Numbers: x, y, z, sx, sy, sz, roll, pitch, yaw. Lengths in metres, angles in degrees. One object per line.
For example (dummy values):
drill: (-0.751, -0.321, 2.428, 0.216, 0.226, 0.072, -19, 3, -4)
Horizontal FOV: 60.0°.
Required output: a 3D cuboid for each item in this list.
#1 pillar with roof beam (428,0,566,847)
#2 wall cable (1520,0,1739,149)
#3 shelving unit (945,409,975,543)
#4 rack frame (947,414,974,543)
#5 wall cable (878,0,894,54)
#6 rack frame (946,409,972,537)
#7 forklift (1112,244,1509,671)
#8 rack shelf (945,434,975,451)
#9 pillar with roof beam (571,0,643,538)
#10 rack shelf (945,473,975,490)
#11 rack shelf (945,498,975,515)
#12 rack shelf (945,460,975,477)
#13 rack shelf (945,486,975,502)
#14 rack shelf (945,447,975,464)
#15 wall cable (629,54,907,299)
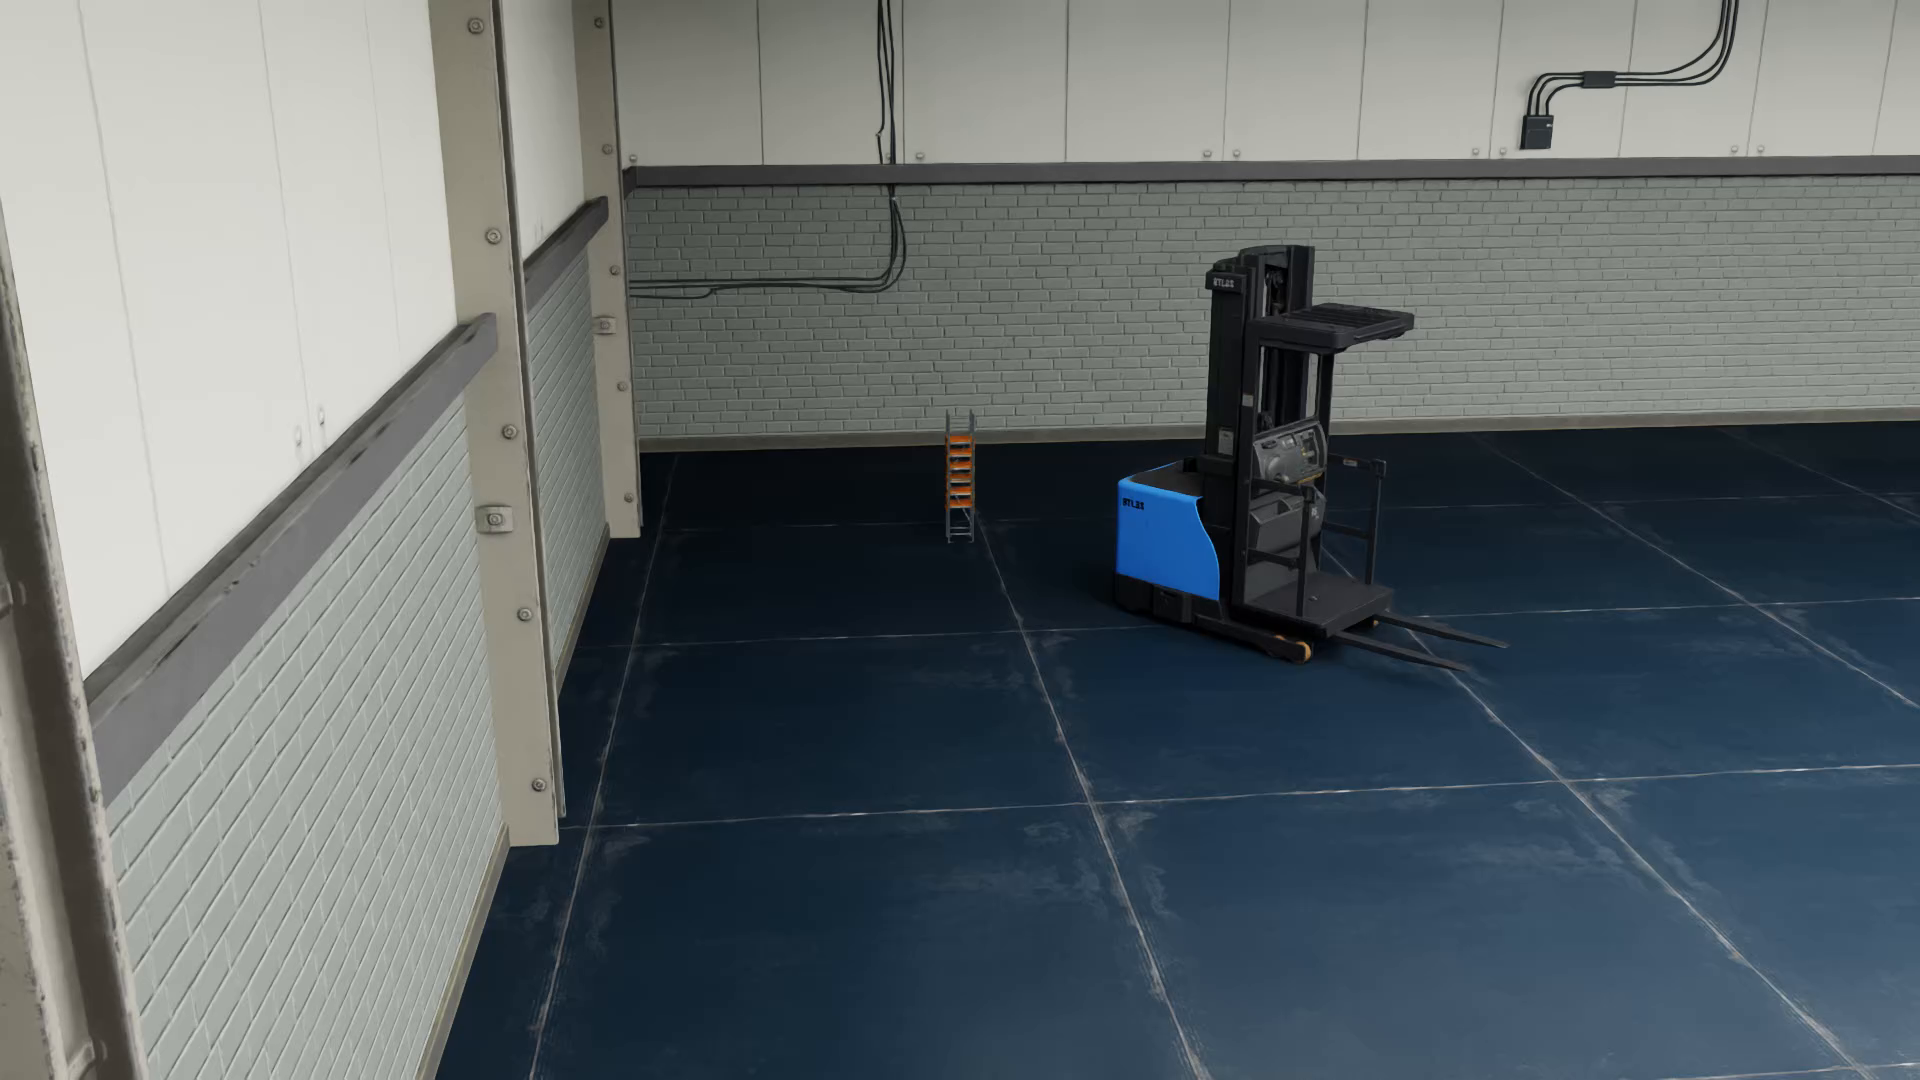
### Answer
pillar with roof beam: (1.777, -2.718, 8.885, 9.100, 9.000, 0.400, -2, 18, -6)
wall cable: (7.332, -7.203, 17.491, 2.305, 6.003, 0.169, -2, 18, -6)
shelving unit: (-0.001, -0.577, 15.084, 0.258, 1.200, 0.189, -2, 18, -6)
rack frame: (0.008, -0.549, 14.997, 0.240, 1.200, 0.006, -2, 18, -6)
wall cable: (0.579, -6.303, 17.056, 3.097, 2.526, 0.112, -2, 18, -6)
rack frame: (-0.011, -0.604, 15.171, 0.240, 1.200, 0.006, -2, 18, -6)
forklift: (2.652, -0.656, 12.446, 3.031, 2.935, 1.130, 16, 23, 41)
rack shelf: (-0.001, -0.878, 14.989, 0.258, 0.103, 0.180, -2, 18, -6)
pillar with roof beam: (1.158, -4.506, 14.579, 9.100, 9.000, 0.400, -2, 18, -6)
rack shelf: (-0.001, -0.534, 15.097, 0.258, 0.103, 0.180, -2, 18, -6)
rack shelf: (-0.001, -0.305, 15.169, 0.258, 0.103, 0.180, -2, 18, -6)
rack shelf: (-0.001, -0.649, 15.061, 0.258, 0.103, 0.180, -2, 18, -6)
rack shelf: (-0.001, -0.420, 15.133, 0.258, 0.103, 0.180, -2, 18, -6)
rack shelf: (-0.001, -0.763, 15.025, 0.258, 0.103, 0.180, -2, 18, -6)
wall cable: (-2.112, -3.810, 17.546, 3.097, 2.526, 0.112, -2, 18, -6)
